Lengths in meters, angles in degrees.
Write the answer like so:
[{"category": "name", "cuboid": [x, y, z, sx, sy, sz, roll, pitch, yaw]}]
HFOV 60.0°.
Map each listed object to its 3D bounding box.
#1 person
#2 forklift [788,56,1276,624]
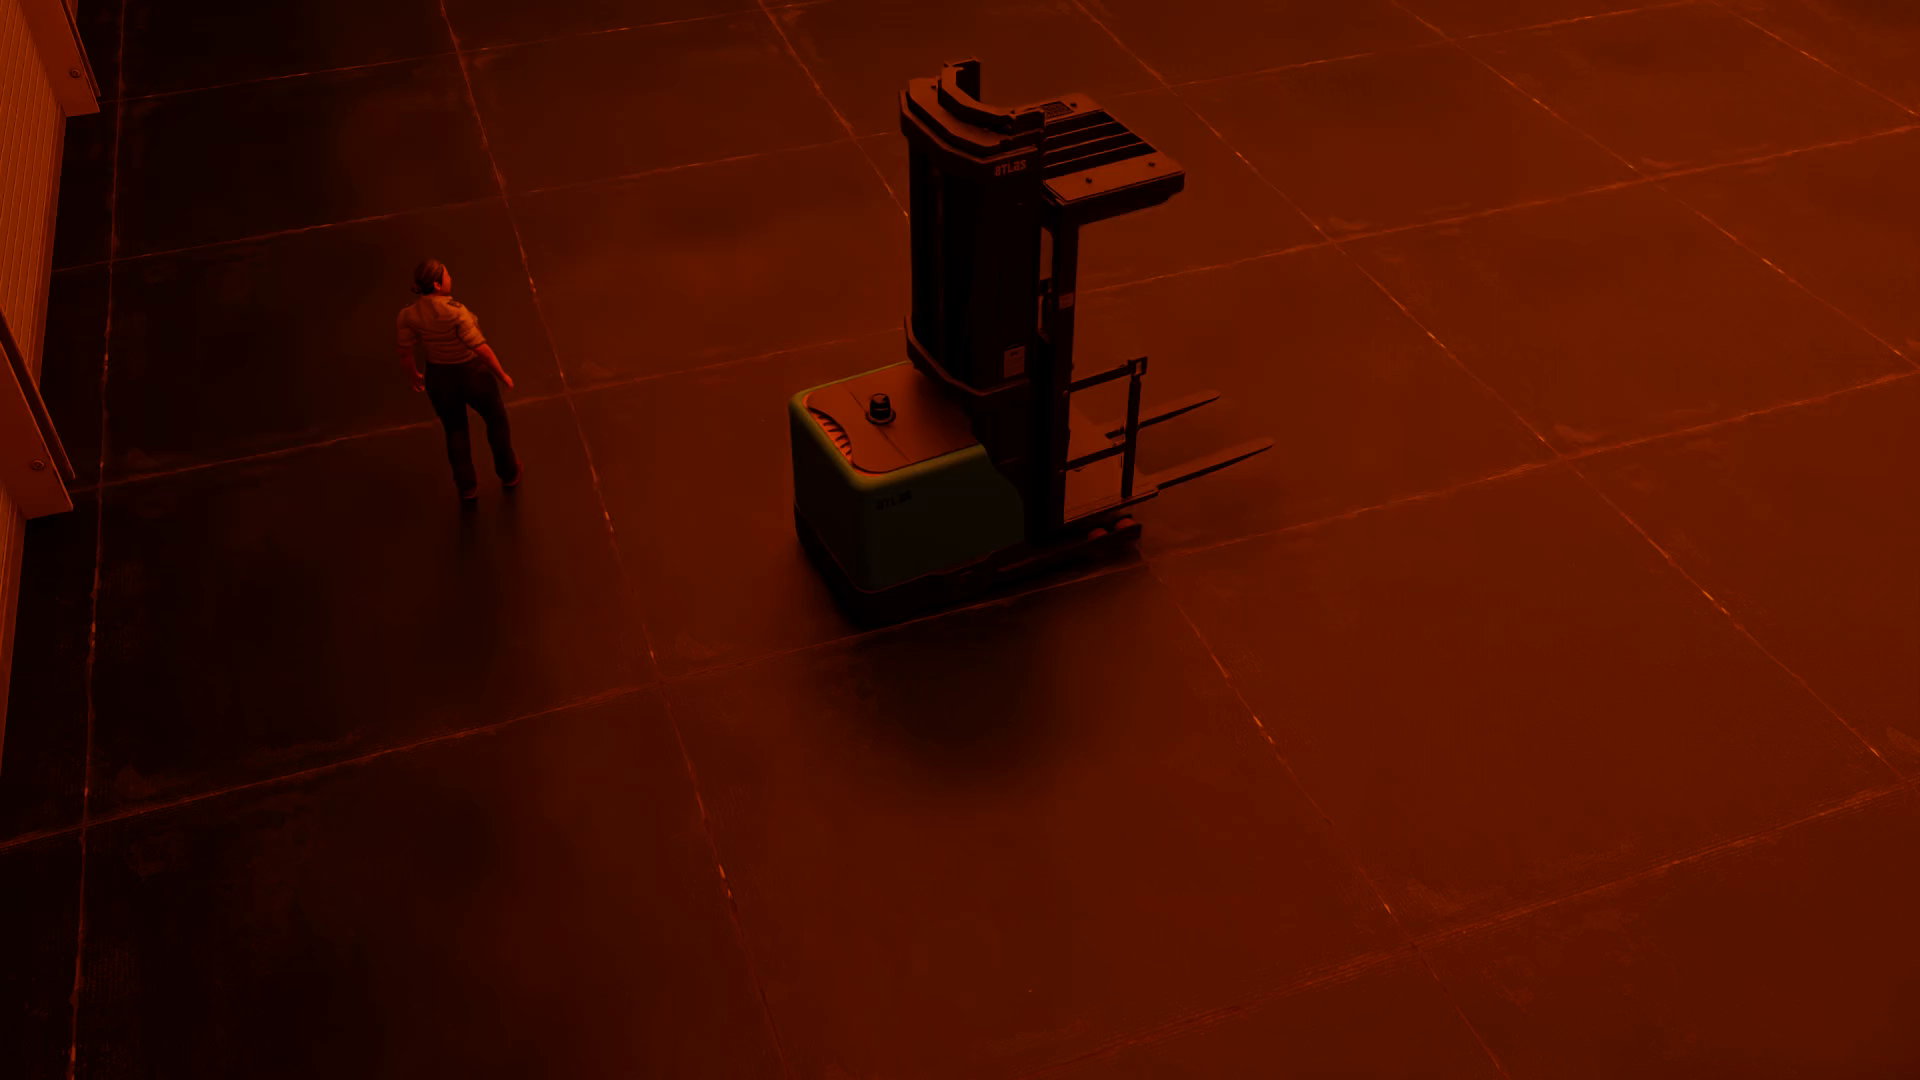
[{"category": "person", "cuboid": [-3.053, -1.005, 10.201, 0.643, 1.640, 0.446, 0, 40, 0]}, {"category": "forklift", "cuboid": [0.537, -1.312, 9.559, 3.031, 2.935, 1.130, -19, 44, -21]}]
